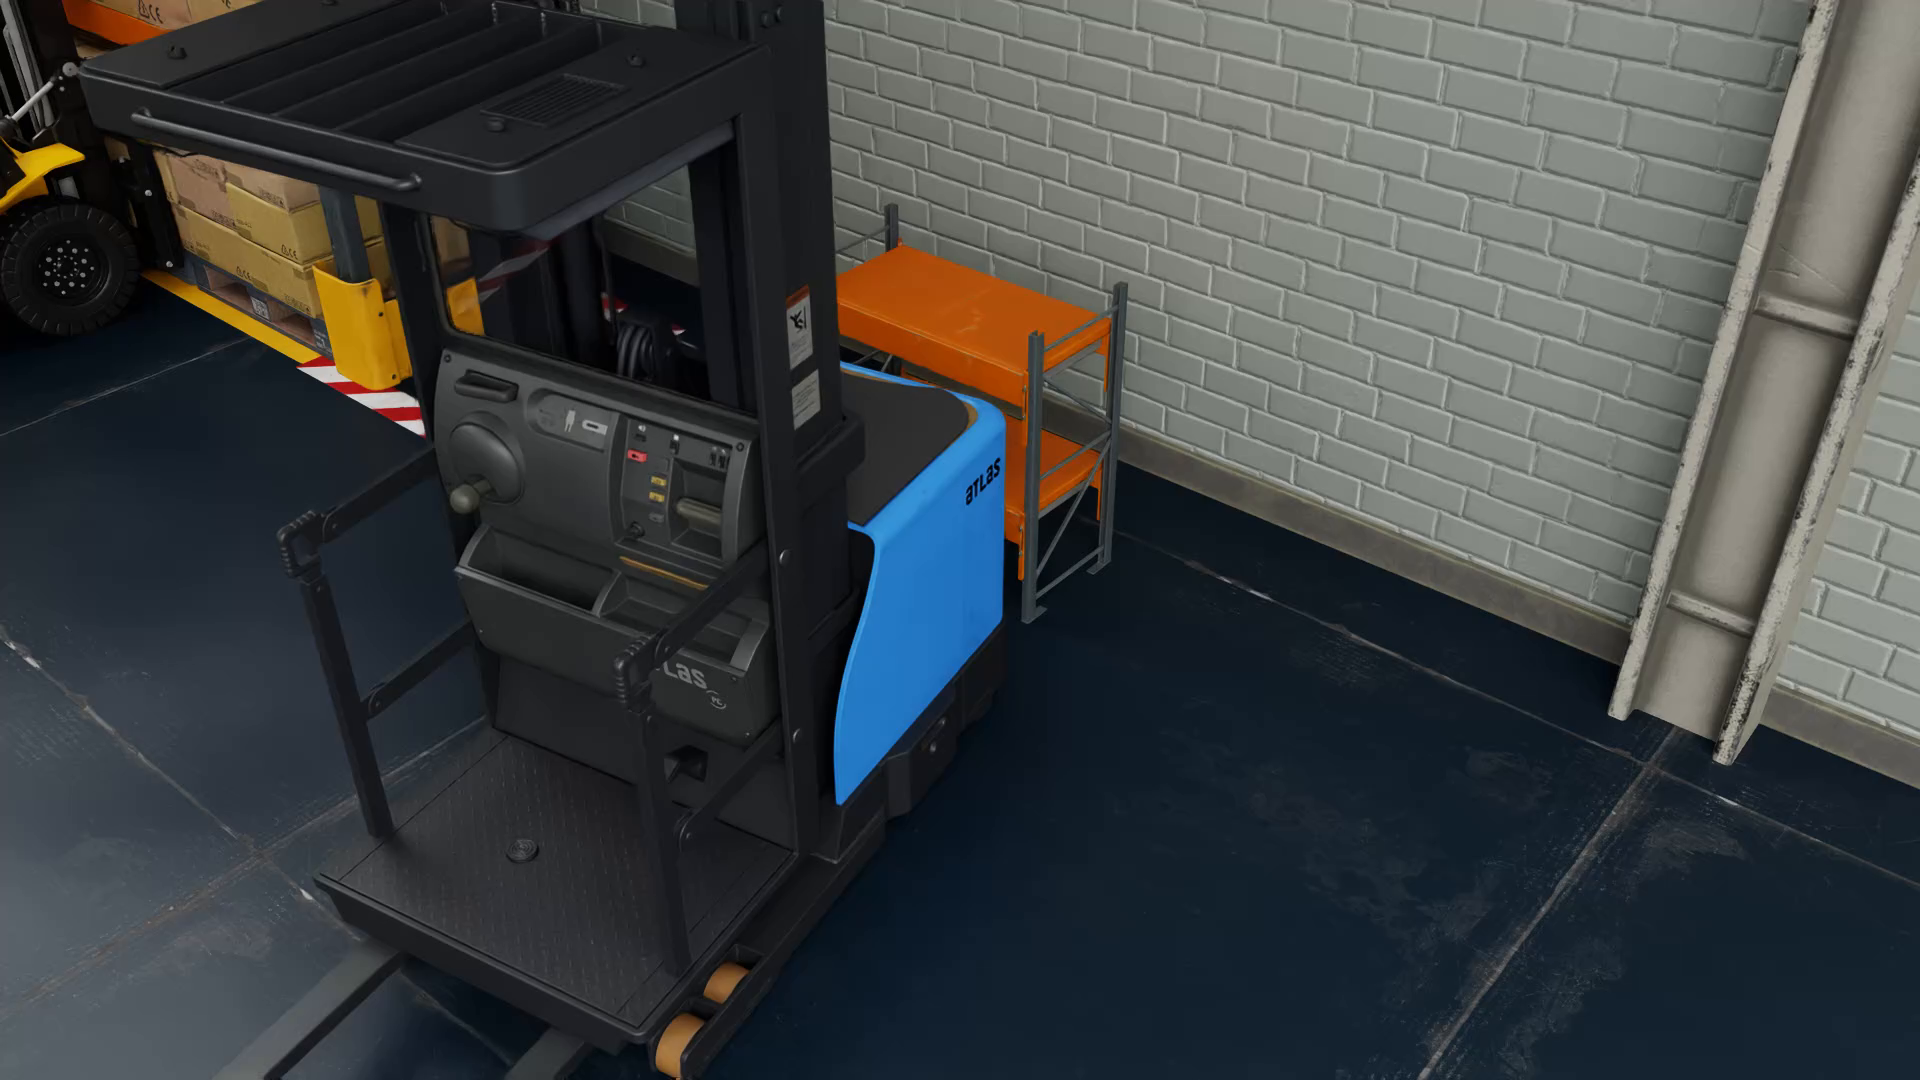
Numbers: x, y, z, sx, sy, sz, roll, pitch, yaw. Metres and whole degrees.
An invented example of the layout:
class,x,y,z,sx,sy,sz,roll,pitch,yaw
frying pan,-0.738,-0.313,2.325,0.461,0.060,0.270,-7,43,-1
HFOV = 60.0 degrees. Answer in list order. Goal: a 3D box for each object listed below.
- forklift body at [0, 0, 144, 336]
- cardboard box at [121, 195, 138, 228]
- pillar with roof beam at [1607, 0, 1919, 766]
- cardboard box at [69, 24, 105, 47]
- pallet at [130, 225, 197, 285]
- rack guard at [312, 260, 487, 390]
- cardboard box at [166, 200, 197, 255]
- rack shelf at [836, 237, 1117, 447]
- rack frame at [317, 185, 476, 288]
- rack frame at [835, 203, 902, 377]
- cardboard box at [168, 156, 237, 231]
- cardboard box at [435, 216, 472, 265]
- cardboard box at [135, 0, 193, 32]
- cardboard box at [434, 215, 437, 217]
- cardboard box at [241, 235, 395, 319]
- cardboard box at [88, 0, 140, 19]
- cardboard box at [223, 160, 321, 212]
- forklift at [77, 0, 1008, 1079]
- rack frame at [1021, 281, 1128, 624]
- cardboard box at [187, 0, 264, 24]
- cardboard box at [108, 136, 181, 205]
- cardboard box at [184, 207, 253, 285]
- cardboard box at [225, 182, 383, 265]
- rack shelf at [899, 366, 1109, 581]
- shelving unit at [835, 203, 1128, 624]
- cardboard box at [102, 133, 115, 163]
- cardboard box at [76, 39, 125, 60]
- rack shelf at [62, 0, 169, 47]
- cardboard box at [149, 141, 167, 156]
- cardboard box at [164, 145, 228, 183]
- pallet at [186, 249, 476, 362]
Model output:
class,x,y,z,sx,sy,sz,roll,pitch,yaw
forklift body,-4.918,-1.737,6.879,1.214,2.155,2.313,25,42,32
cardboard box,-4.025,-1.814,8.299,0.500,0.250,0.500,27,43,33
pillar with roof beam,-0.395,-1.265,0.143,0.400,9.000,9.100,25,42,32
cardboard box,-4.420,-2.418,8.296,0.500,0.250,0.500,27,43,33
pallet,-3.841,-1.745,8.604,1.213,0.211,1.003,25,42,32
rack guard,-2.275,-1.155,7.489,0.348,0.500,1.175,25,42,32
cardboard box,-3.611,-1.635,8.040,0.500,0.250,0.500,26,42,32
rack shelf,-0.005,-0.707,5.769,1.000,0.278,0.538,25,42,32
rack frame,-2.293,-2.194,6.795,0.127,3.000,1.000,25,42,32
rack frame,-0.396,-0.650,6.203,0.032,1.125,0.500,25,42,32
cardboard box,-3.246,-1.666,7.643,0.500,0.250,0.500,25,42,31
cardboard box,-2.546,-1.496,7.837,0.500,0.250,0.500,25,42,32
cardboard box,-3.232,-2.491,7.139,0.500,0.500,0.500,27,43,33
cardboard box,-2.522,-1.700,7.692,0.500,0.250,0.500,26,42,33
cardboard box,-2.857,-1.266,7.502,0.500,0.250,0.500,26,42,32
cardboard box,-3.626,-2.676,7.409,0.500,0.500,0.500,24,41,31
cardboard box,-2.847,-1.677,7.216,0.500,0.250,0.500,27,43,33
forklift,-0.998,-0.126,3.845,1.130,2.935,3.031,17,38,23
rack frame,0.385,-0.282,5.667,0.032,1.125,0.500,25,42,32
cardboard box,-2.840,-2.299,6.859,0.500,0.500,0.500,24,41,31
cardboard box,-3.656,-1.844,7.902,0.500,0.250,0.500,24,41,31
cardboard box,-3.233,-1.450,7.770,0.500,0.250,0.500,25,42,32
cardboard box,-2.868,-1.480,7.371,0.500,0.250,0.500,25,41,31
rack shelf,-0.005,-0.265,6.074,1.000,0.278,0.538,25,42,32
shelving unit,-0.005,-0.466,5.935,1.048,1.125,0.538,25,42,32
cardboard box,-4.038,-2.027,8.168,0.500,0.250,0.500,25,42,32
cardboard box,-4.022,-2.224,8.014,0.500,0.250,0.500,24,41,31
rack shelf,-3.830,-2.621,8.053,4.000,0.370,1.077,25,42,32
cardboard box,-3.637,-2.037,7.742,0.500,0.250,0.500,26,42,32
cardboard box,-3.243,-1.859,7.482,0.500,0.250,0.500,26,42,33
pallet,-2.908,-1.303,7.961,1.213,0.211,1.003,25,42,32
